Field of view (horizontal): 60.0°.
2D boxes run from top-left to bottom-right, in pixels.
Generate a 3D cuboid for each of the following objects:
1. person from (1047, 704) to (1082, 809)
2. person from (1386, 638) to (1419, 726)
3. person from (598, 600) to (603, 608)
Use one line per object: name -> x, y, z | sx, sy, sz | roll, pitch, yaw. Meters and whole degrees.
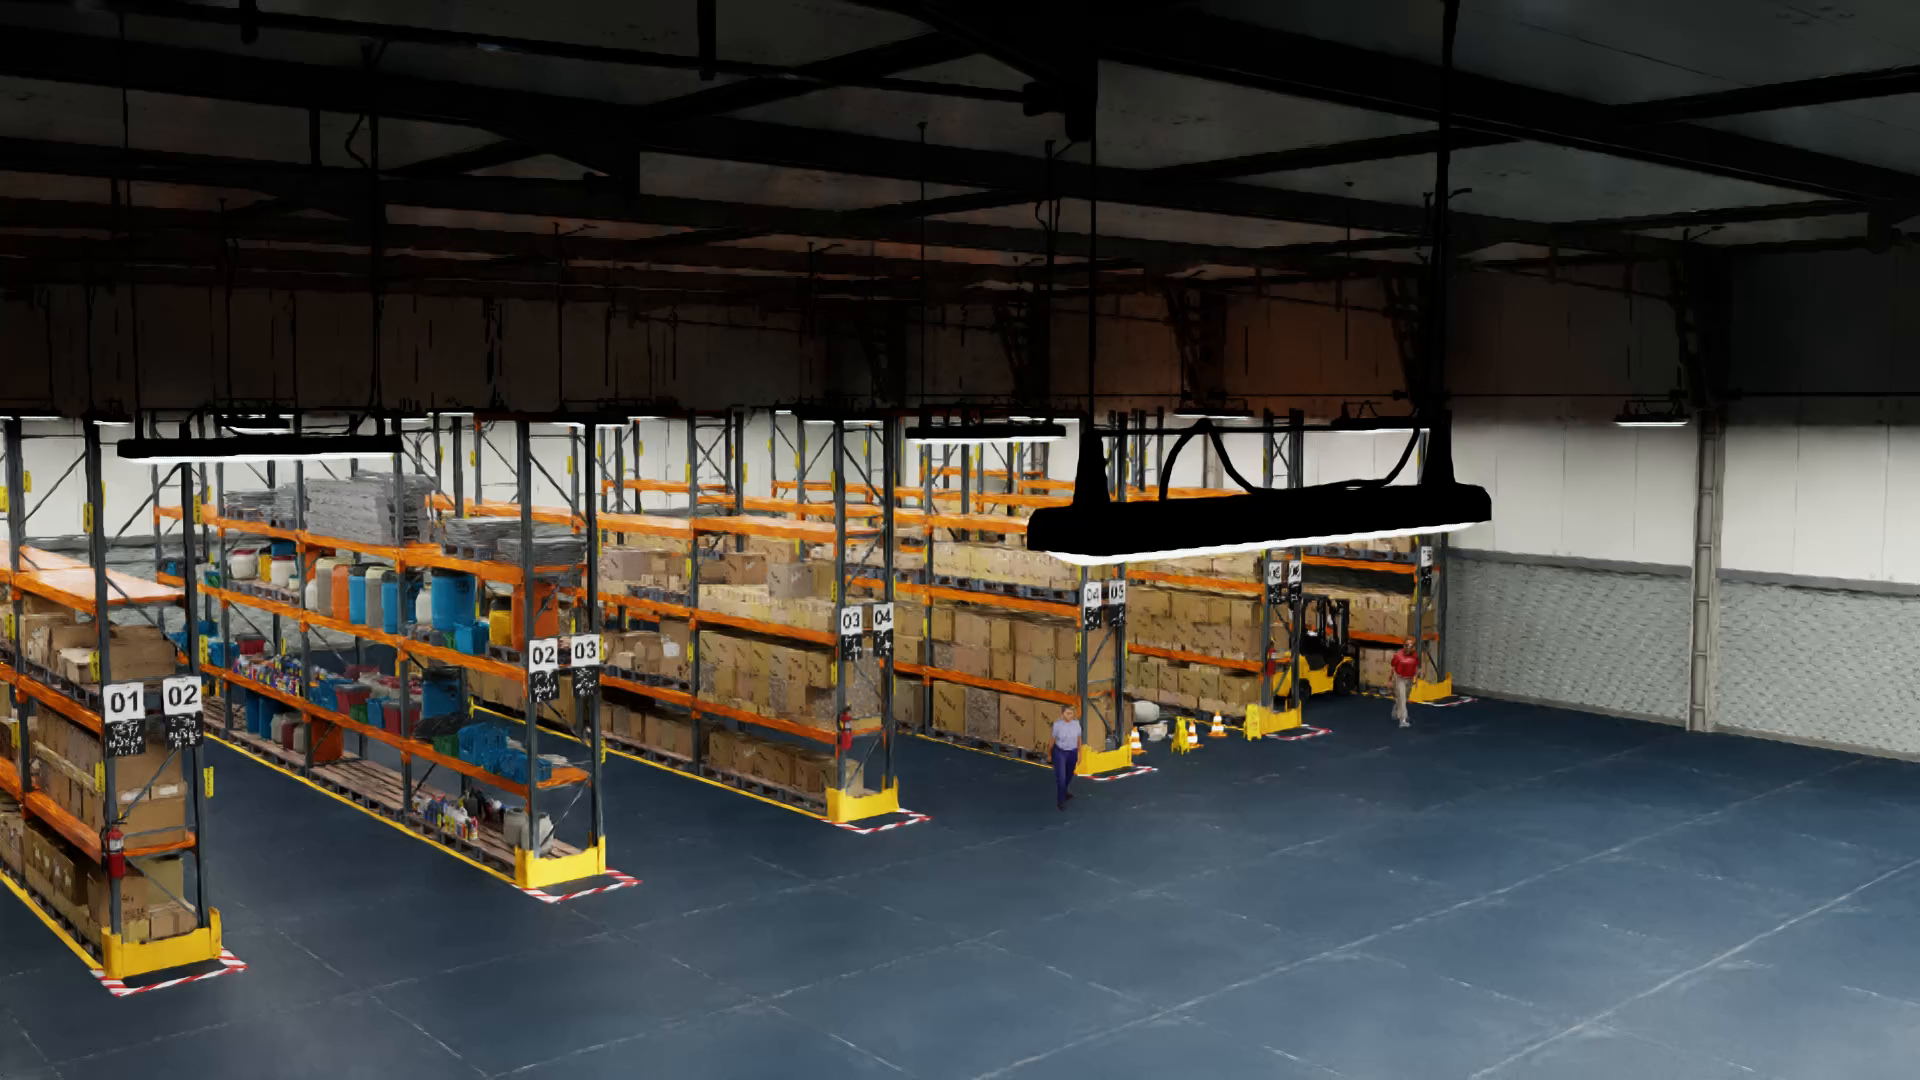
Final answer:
person -> 1.627, 3.291, 25.604 | 0.530, 1.585, 0.943 | -2, 5, -19
person -> 8.517, 2.700, 31.892 | 0.584, 1.671, 0.979 | -2, 5, -19
person -> -9.524, 1.681, 43.553 | 0.502, 1.662, 0.657 | 1, 5, 8
